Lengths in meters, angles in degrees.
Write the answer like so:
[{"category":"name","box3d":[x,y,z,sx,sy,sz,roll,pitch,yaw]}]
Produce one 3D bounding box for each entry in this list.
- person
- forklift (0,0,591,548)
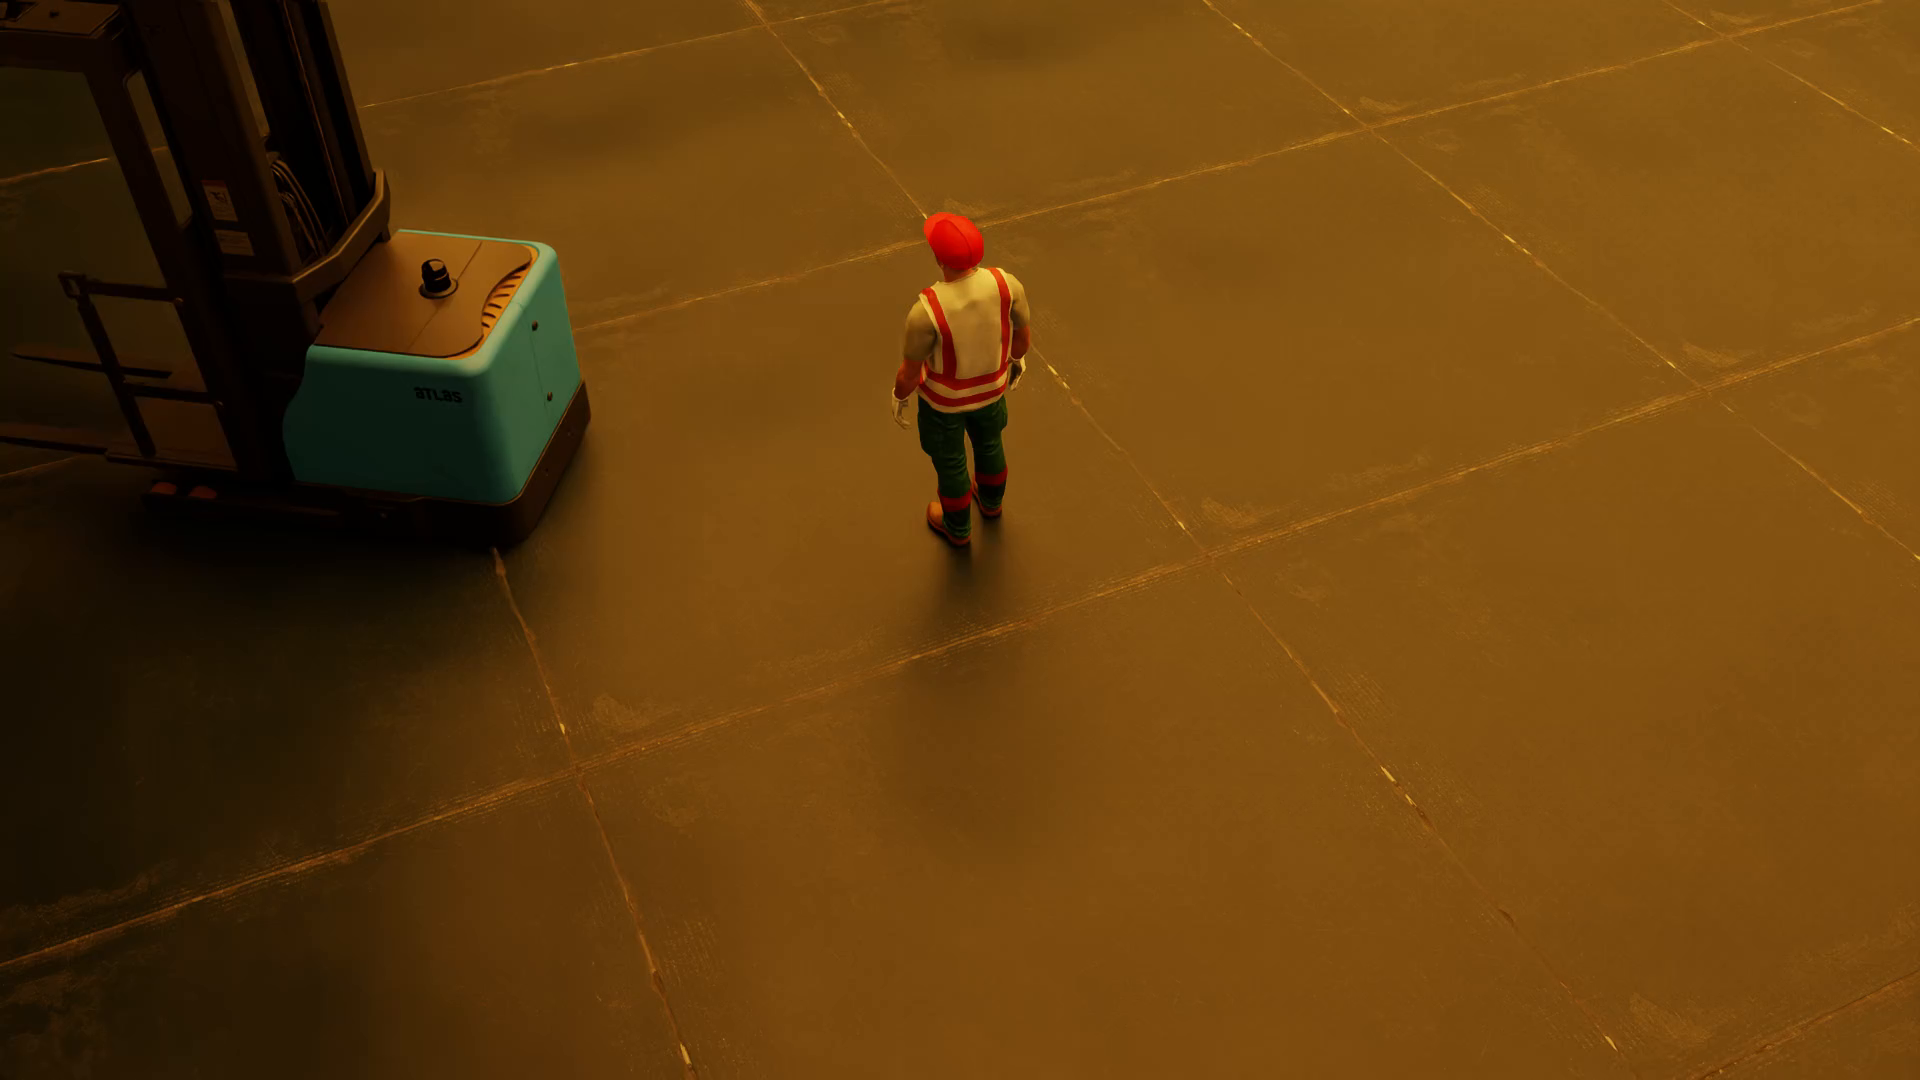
[{"category":"person","box3d":[-0.023,-0.712,7.270,0.638,1.787,0.564,-18,46,-18]},{"category":"forklift","box3d":[-3.424,-1.513,7.301,3.031,2.935,1.130,7,43,7]}]
